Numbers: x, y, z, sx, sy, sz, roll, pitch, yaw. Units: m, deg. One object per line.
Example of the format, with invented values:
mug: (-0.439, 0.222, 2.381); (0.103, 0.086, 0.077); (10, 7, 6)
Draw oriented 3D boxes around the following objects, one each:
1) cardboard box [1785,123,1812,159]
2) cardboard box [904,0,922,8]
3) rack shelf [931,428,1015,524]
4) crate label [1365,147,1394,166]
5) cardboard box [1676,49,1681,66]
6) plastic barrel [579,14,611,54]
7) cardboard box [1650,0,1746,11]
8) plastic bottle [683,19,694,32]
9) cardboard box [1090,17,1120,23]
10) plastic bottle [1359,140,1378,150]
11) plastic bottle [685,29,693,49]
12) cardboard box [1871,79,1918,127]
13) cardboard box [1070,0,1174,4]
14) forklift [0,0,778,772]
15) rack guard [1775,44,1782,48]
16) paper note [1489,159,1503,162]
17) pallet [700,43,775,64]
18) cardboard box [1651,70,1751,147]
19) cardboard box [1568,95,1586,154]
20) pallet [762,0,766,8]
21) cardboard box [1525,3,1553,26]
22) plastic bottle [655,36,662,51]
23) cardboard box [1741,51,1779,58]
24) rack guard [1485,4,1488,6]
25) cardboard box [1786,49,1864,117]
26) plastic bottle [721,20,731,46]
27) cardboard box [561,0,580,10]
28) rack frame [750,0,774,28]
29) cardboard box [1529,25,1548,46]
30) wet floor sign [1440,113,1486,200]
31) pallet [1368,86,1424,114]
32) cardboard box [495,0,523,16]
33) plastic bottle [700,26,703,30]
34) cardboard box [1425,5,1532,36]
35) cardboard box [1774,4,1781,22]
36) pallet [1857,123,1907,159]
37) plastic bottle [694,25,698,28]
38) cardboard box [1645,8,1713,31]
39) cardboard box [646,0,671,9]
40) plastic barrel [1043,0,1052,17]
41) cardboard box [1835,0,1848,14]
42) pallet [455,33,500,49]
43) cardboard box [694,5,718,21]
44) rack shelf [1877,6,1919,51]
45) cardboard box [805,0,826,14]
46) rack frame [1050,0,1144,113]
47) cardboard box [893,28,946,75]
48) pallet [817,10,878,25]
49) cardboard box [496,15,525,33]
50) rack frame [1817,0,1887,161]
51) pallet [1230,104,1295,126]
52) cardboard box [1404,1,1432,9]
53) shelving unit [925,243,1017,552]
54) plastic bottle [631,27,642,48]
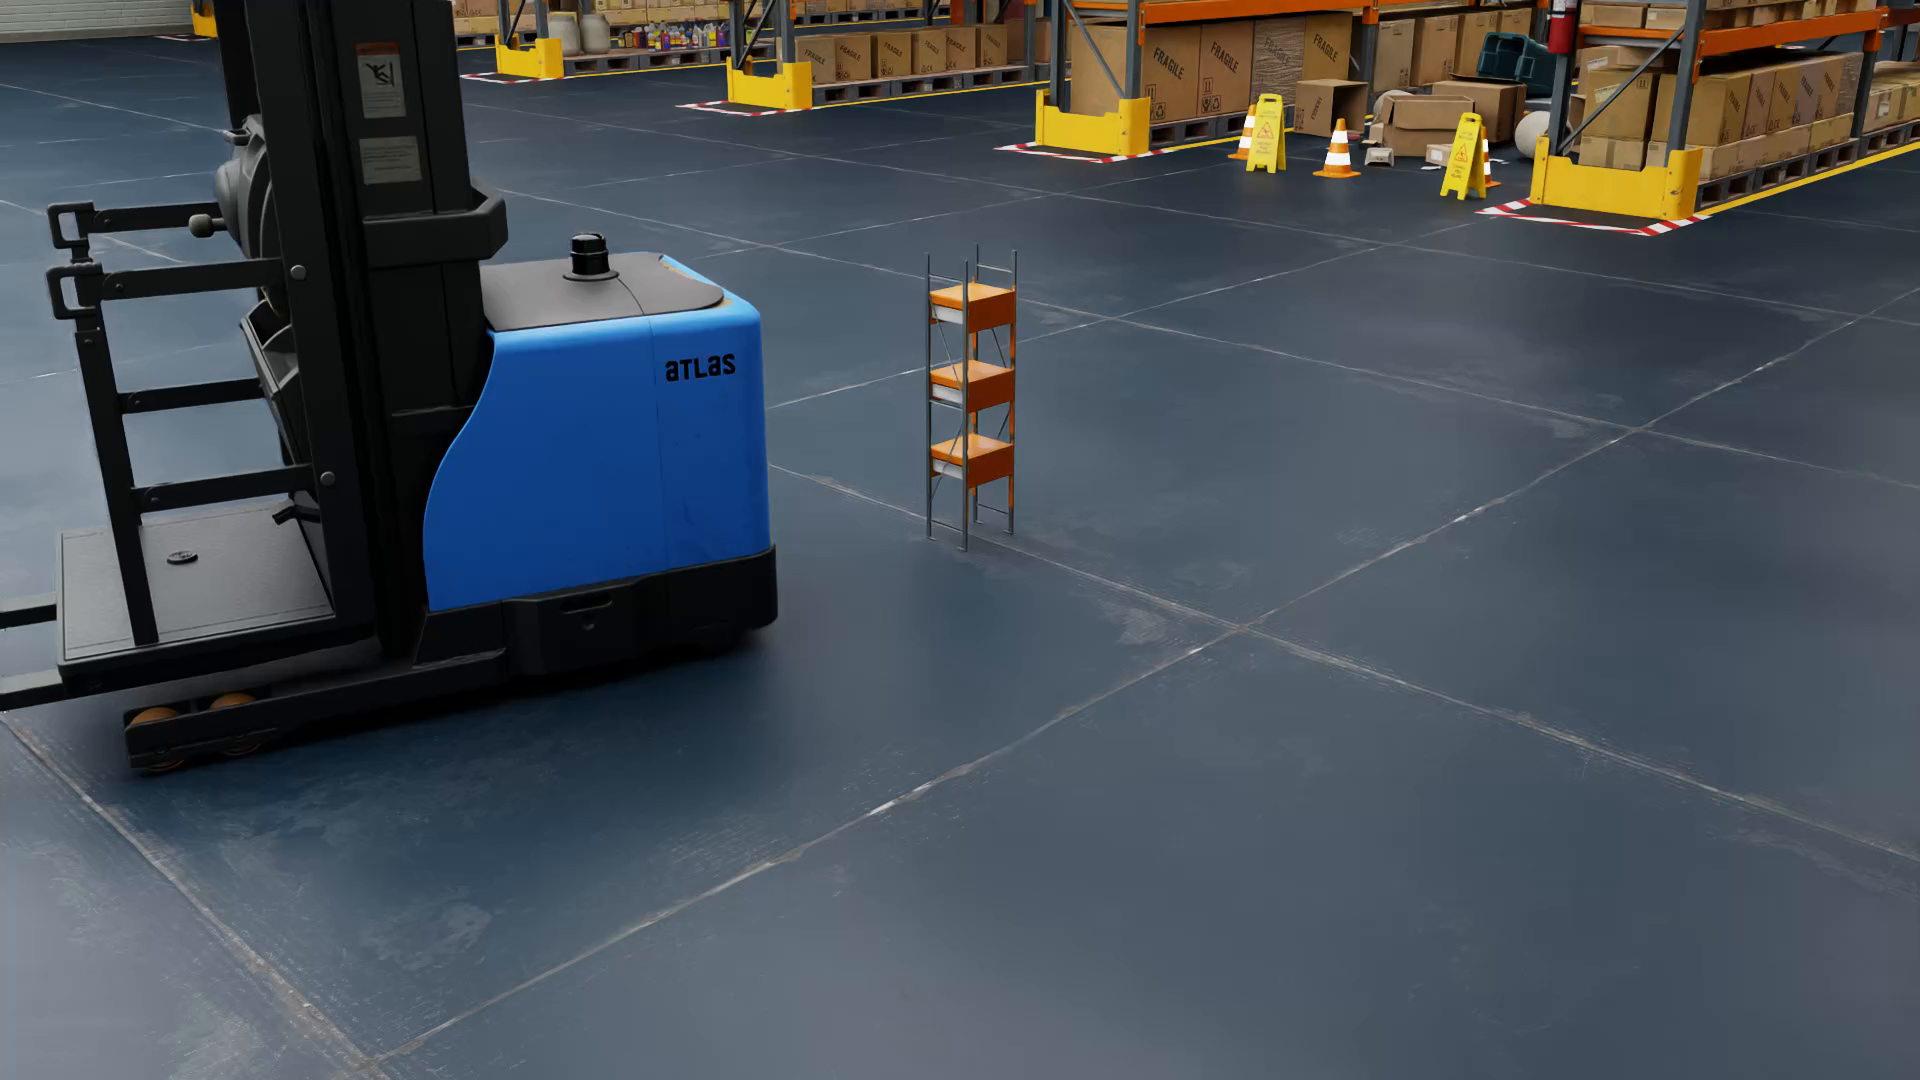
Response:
cardboard box: (6.718, -3.344, 13.842); (0.500, 0.250, 0.500); (-20, 28, -41)
cardboard box: (-1.093, -10.777, 32.803); (0.500, 0.500, 0.500); (19, 28, 40)
rack shelf: (0.037, -0.234, 6.026); (0.215, 0.259, 0.240); (19, 28, 41)
crate label: (3.717, -3.397, 14.721); (0.250, 0.136, 0.298); (5, 22, 13)
cardboard box: (5.628, -3.903, 13.346); (0.250, 0.149, 0.380); (-20, 28, -41)
plastic barrel: (-5.025, -6.963, 22.893); (0.421, 0.512, 0.421); (0, 21, 0)
cardboard box: (5.399, -4.129, 12.083); (0.500, 0.500, 0.500); (19, 28, 40)
plastic bottle: (-3.981, -7.456, 24.372); (0.144, 0.351, 0.185); (18, 27, 38)
cardboard box: (1.740, -6.853, 22.594); (0.700, 0.500, 0.500); (16, 26, 36)
plastic bottle: (3.866, -3.738, 15.716); (0.133, 0.061, 0.283); (9, 23, 23)
plastic bottle: (-3.841, -7.097, 23.549); (0.097, 0.271, 0.097); (0, 21, 0)
cardboard box: (8.523, -4.210, 15.925); (0.625, 0.372, 0.950); (-18, 27, -39)
cardboard box: (1.479, -5.281, 15.425); (0.875, 0.550, 0.550); (19, 28, 41)
forklift: (-2.125, -0.964, 4.496); (3.031, 2.935, 1.130); (-10, 23, -25)
rack guard: (12.361, -8.031, 26.272); (1.175, 0.500, 0.348); (19, 28, 41)
paper note: (4.803, -3.422, 14.952); (0.142, 0.019, 0.148); (-10, 23, -24)
pallet: (-3.487, -7.176, 24.450); (1.003, 0.211, 1.213); (19, 28, 41)
cardboard box: (5.647, -3.299, 12.678); (0.500, 0.500, 0.500); (18, 27, 39)
cardboard box: (5.938, -3.819, 15.311); (0.500, 0.500, 0.500); (-2, 21, -5)
pallet: (-4.990, -11.657, 36.108); (1.003, 0.211, 1.213); (19, 28, 41)
cardboard box: (7.488, -6.657, 21.067); (0.500, 0.250, 0.500); (18, 27, 38)
plastic bottle: (-4.219, -6.925, 23.199); (0.097, 0.201, 0.097); (0, 21, 0)
cardboard box: (6.690, -3.958, 14.393); (0.500, 0.500, 0.500); (-19, 28, -40)
rack guard: (8.948, -9.324, 29.637); (1.175, 0.500, 0.348); (19, 28, 41)
cardboard box: (7.440, -3.963, 14.407); (0.500, 0.500, 0.500); (19, 28, 40)
plastic bottle: (-3.365, -7.322, 24.021); (0.144, 0.351, 0.185); (18, 27, 38)
cardboard box: (-6.458, -9.231, 28.375); (0.500, 0.311, 0.500); (19, 28, 41)
rack frame: (-3.745, -10.909, 30.275); (1.000, 3.000, 0.127); (19, 28, 41)
cardboard box: (7.510, -6.308, 21.205); (0.500, 0.500, 0.500); (18, 27, 38)
wet floor sign: (3.971, -3.012, 13.011); (0.232, 0.644, 0.267); (-10, 23, -24)
pallet: (4.527, -5.048, 18.915); (1.003, 0.211, 1.213); (19, 28, 41)
cardboard box: (-7.405, -8.714, 26.767); (0.500, 0.500, 0.500); (19, 28, 41)
plastic bottle: (-3.682, -7.226, 23.867); (0.061, 0.283, 0.133); (19, 28, 41)
cardboard box: (6.344, -6.173, 20.504); (1.050, 0.750, 0.750); (19, 28, 40)
cardboard box: (6.172, -4.138, 13.009); (0.250, 0.149, 0.380); (-19, 28, -40)
pallet: (8.202, -3.819, 15.716); (1.003, 0.211, 1.213); (19, 28, 41)
plastic bottle: (-3.864, -7.400, 24.337); (0.097, 0.271, 0.097); (0, 21, 0)
cardboard box: (5.255, -3.810, 12.156); (0.380, 0.149, 0.250); (19, 28, 41)
cardboard box: (-5.355, -9.359, 28.710); (0.500, 0.311, 0.500); (18, 27, 39)
plastic barrel: (1.706, -9.595, 29.197); (0.600, 0.901, 0.708); (19, 28, 41)
cardboard box: (7.247, -4.530, 14.030); (0.380, 0.149, 0.250); (19, 28, 41)
pallet: (-7.971, -8.070, 26.776); (1.003, 0.211, 1.213); (19, 28, 41)
cardboard box: (-4.647, -9.363, 29.501); (0.500, 0.250, 0.500); (-19, 28, -41)
rack shelf: (9.056, -5.098, 16.160); (1.077, 0.370, 4.000); (19, 28, 41)
cardboard box: (-2.861, -10.129, 31.117); (0.500, 0.500, 0.500); (18, 27, 39)
rack frame: (1.253, -5.105, 15.174); (1.000, 3.000, 0.127); (19, 28, 41)
cardboard box: (-0.519, -6.008, 20.424); (0.500, 0.500, 0.500); (16, 26, 36)
pallet: (-2.346, -10.102, 32.062); (1.003, 0.211, 1.213); (19, 28, 41)
cardboard box: (-7.396, -8.361, 26.893); (0.500, 0.250, 0.500); (19, 28, 41)
rack frame: (7.660, -4.920, 14.694); (1.000, 3.000, 0.127); (19, 28, 41)
pallet: (3.457, -4.655, 17.892); (1.003, 0.211, 1.213); (19, 28, 41)
cardboard box: (7.286, -9.042, 27.794); (0.875, 0.875, 0.875); (19, 28, 41)
shelving unit: (0.037, -0.504, 5.922); (0.215, 1.050, 0.252); (19, 28, 41)
plastic bottle: (-4.617, -7.185, 23.771); (0.152, 0.276, 0.135); (20, 28, 41)
